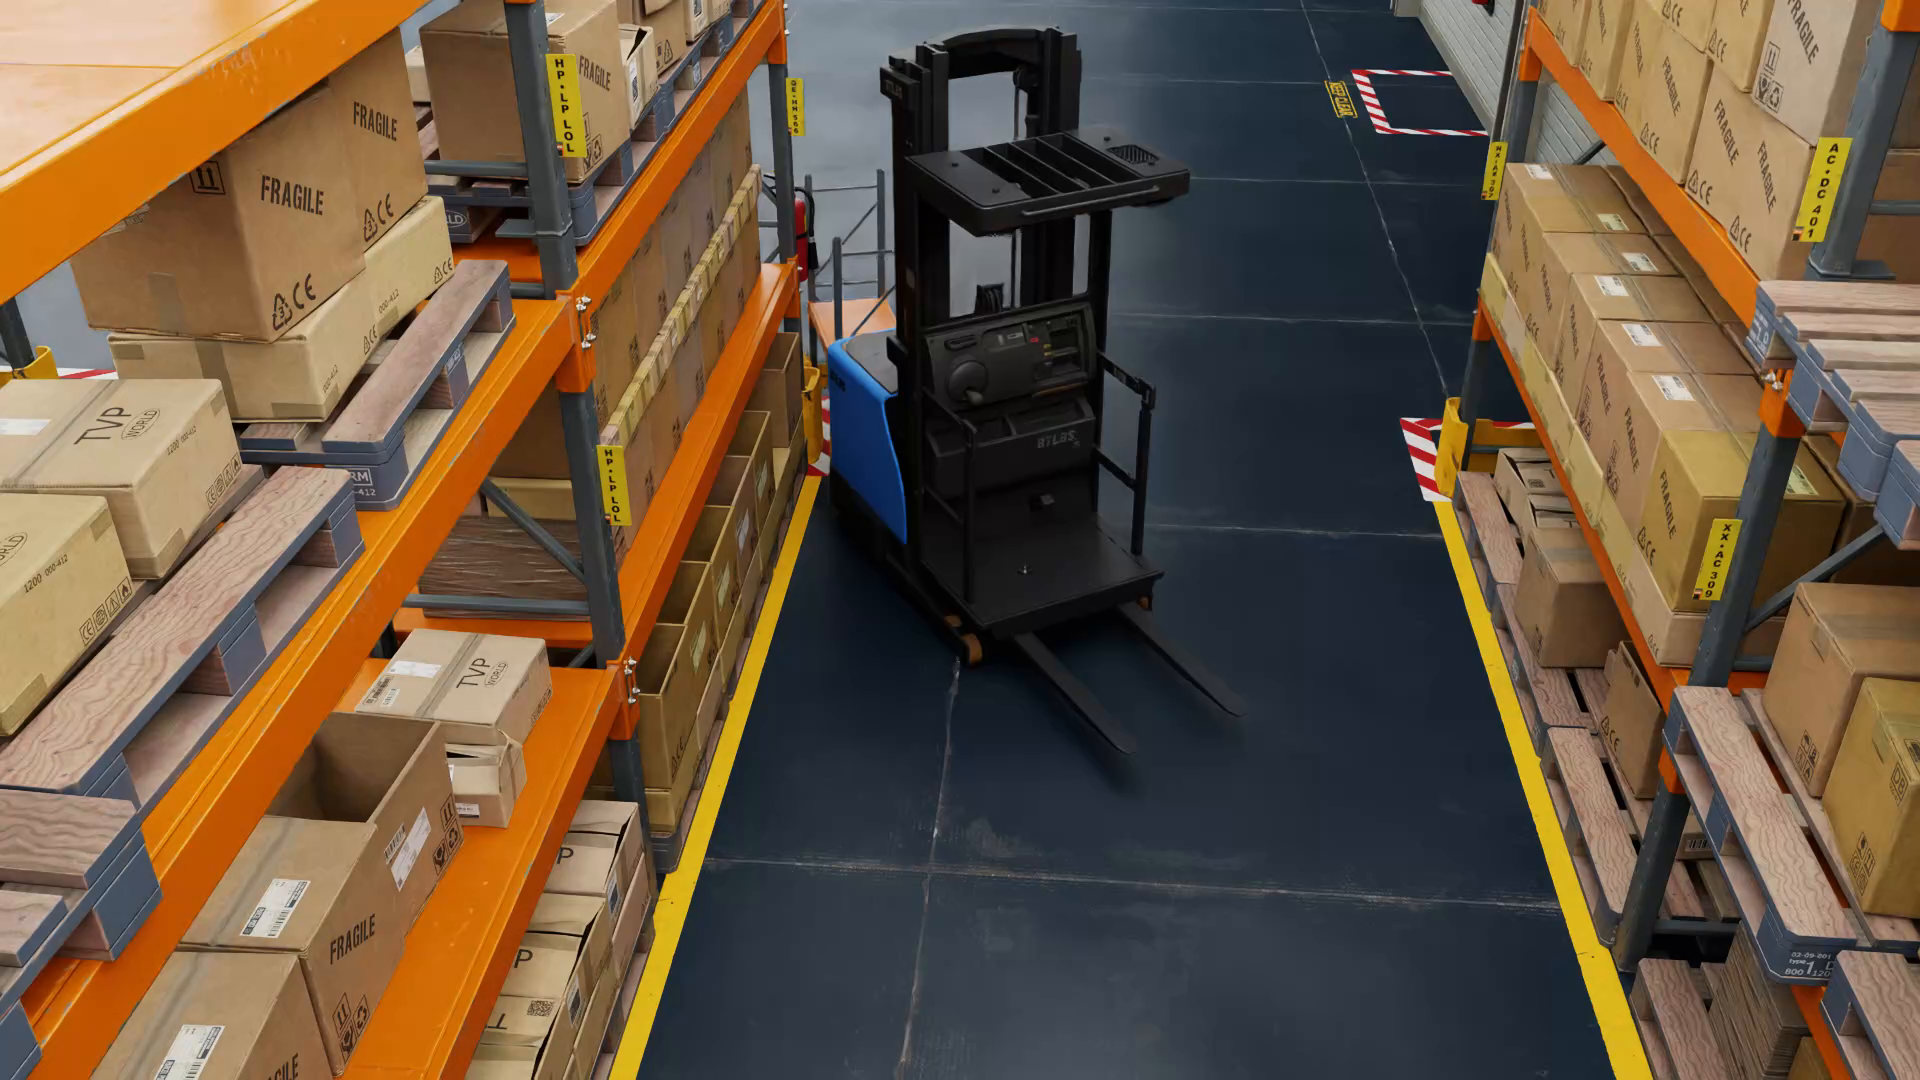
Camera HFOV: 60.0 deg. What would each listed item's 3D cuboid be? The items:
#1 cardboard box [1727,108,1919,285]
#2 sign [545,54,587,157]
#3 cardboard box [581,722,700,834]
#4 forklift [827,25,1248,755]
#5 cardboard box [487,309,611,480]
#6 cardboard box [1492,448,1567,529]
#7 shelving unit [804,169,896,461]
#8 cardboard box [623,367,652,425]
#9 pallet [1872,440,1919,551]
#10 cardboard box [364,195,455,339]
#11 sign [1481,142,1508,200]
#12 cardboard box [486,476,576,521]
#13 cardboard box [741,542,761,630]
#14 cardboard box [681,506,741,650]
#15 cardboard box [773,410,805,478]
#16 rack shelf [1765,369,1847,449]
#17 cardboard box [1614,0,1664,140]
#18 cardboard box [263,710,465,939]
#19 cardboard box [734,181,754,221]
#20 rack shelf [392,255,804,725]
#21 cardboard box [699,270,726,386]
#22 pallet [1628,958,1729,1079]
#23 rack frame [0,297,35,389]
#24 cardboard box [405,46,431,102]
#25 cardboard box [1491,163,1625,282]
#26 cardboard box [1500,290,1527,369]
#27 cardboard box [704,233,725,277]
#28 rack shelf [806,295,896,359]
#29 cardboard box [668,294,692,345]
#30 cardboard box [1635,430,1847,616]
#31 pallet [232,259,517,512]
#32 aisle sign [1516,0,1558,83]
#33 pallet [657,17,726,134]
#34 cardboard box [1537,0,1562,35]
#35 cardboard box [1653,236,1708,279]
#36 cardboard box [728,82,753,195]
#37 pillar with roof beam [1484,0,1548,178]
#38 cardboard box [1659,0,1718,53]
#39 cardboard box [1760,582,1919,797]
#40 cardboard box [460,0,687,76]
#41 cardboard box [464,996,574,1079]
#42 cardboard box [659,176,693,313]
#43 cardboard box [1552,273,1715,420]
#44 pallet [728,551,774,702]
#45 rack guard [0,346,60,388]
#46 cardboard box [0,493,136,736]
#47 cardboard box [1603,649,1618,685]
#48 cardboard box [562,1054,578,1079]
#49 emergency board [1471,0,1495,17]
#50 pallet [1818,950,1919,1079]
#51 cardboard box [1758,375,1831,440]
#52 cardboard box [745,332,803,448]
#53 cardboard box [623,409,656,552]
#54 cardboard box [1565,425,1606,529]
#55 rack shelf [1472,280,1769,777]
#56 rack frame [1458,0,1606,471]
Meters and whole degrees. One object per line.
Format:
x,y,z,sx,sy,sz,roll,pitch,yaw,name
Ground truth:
2.949,-1.146,5.558,0.500,0.500,0.500,3,32,5,cardboard box
-1.241,-1.365,5.234,0.100,0.325,0.005,2,32,4,sign
-1.443,1.010,7.253,0.500,0.250,0.500,2,32,4,cardboard box
0.364,-0.874,8.155,1.130,2.935,3.031,-15,35,-23,forklift
-1.753,-0.579,6.279,0.700,0.500,0.500,3,32,4,cardboard box
3.334,-0.319,9.332,0.500,0.311,0.500,-1,32,-2,cardboard box
-0.610,-1.374,10.297,0.587,1.500,1.083,-6,34,-12,shelving unit
-1.509,-0.606,6.942,0.380,0.149,0.250,2,32,4,cardboard box
2.917,0.121,3.794,1.213,0.211,1.003,2,32,4,pallet
-1.843,-0.822,4.889,0.500,0.250,0.500,6,32,9,cardboard box
2.939,-2.026,9.133,0.100,0.325,0.005,2,32,4,sign
-1.568,-0.203,6.287,0.380,0.149,0.250,2,32,4,cardboard box
-1.317,0.226,8.525,0.500,0.250,0.500,2,32,4,cardboard box
-1.352,0.168,7.904,0.500,0.500,0.500,2,32,4,cardboard box
-1.207,-0.559,9.799,0.500,0.250,0.500,2,32,4,cardboard box
2.992,0.533,3.633,1.077,0.370,4.000,2,32,4,rack shelf
3.064,-1.966,6.888,0.500,0.500,0.500,4,32,7,cardboard box
-1.905,0.882,5.145,0.500,0.500,0.500,5,32,8,cardboard box
-1.318,-1.818,8.907,0.380,0.149,0.250,3,32,5,cardboard box
-1.620,-0.492,8.155,1.077,0.370,4.000,2,32,4,rack shelf
-1.592,-1.108,8.375,0.700,0.500,0.500,3,32,4,cardboard box
3.093,2.052,6.000,1.003,0.211,1.213,2,32,4,pallet
-6.394,-2.057,10.009,1.000,3.000,0.127,2,32,4,rack frame
-1.957,-1.803,6.443,0.380,0.149,0.250,2,32,4,cardboard box
3.142,-1.661,8.776,0.500,0.500,0.500,2,32,4,cardboard box
3.096,-1.065,8.523,0.500,0.250,0.500,2,32,2,cardboard box
-1.383,-1.415,8.254,0.380,0.149,0.250,3,32,6,cardboard box
-0.616,-1.228,10.402,0.538,0.185,1.000,-6,34,-12,rack shelf
-1.446,-1.013,7.602,0.380,0.149,0.250,2,32,4,cardboard box
2.885,-0.067,6.189,0.500,0.500,0.500,2,32,4,cardboard box
-1.842,-0.486,4.783,0.805,0.209,1.217,1,32,2,pallet
3.187,-2.791,8.722,0.394,0.787,0.004,2,32,4,aisle sign
-1.637,-2.075,7.263,1.003,0.211,1.213,2,32,4,pallet
3.204,-2.798,8.238,0.500,0.500,0.500,3,32,5,cardboard box
3.565,-1.109,7.880,0.500,0.500,0.500,2,32,3,cardboard box
-1.512,-2.167,8.856,0.700,0.500,0.500,3,32,4,cardboard box
0.483,-7.106,12.484,9.100,9.000,0.400,2,32,4,pillar with roof beam
2.991,-2.130,6.201,0.500,0.500,0.500,1,32,2,cardboard box
3.079,0.492,5.358,0.700,0.500,0.500,3,32,4,cardboard box
-1.523,-2.167,6.696,0.797,0.503,0.637,6,32,9,cardboard box
-1.609,1.758,5.504,0.500,0.311,0.500,2,32,4,cardboard box
-1.631,-1.366,7.557,0.700,0.500,0.500,2,32,4,cardboard box
3.013,-0.863,7.480,0.500,0.500,0.500,3,32,6,cardboard box
-1.580,0.381,8.710,1.003,0.211,1.213,2,32,4,pallet
-6.353,-0.951,10.597,1.175,0.500,0.348,2,32,4,rack guard
-2.045,0.134,3.337,0.500,0.250,0.500,2,32,3,cardboard box
3.305,0.648,7.917,0.380,0.149,0.250,0,32,0,cardboard box
-1.612,2.001,5.645,0.500,0.250,0.500,3,32,5,cardboard box
5.013,-5.659,15.854,0.194,1.169,0.643,2,32,4,emergency board
2.949,1.594,4.267,1.003,0.211,1.213,2,32,4,pallet
3.447,-0.313,6.589,0.500,0.500,0.500,2,32,4,cardboard box
-1.204,-0.878,9.602,0.500,0.500,0.500,2,32,4,cardboard box
-1.717,-0.303,7.068,0.700,0.500,0.500,2,32,3,cardboard box
2.965,-0.272,7.236,0.500,0.250,0.500,2,32,4,cardboard box
3.317,-0.282,7.814,1.077,0.370,4.000,2,32,4,rack shelf
3.480,-1.634,9.323,1.000,3.000,0.127,2,32,4,rack frame
